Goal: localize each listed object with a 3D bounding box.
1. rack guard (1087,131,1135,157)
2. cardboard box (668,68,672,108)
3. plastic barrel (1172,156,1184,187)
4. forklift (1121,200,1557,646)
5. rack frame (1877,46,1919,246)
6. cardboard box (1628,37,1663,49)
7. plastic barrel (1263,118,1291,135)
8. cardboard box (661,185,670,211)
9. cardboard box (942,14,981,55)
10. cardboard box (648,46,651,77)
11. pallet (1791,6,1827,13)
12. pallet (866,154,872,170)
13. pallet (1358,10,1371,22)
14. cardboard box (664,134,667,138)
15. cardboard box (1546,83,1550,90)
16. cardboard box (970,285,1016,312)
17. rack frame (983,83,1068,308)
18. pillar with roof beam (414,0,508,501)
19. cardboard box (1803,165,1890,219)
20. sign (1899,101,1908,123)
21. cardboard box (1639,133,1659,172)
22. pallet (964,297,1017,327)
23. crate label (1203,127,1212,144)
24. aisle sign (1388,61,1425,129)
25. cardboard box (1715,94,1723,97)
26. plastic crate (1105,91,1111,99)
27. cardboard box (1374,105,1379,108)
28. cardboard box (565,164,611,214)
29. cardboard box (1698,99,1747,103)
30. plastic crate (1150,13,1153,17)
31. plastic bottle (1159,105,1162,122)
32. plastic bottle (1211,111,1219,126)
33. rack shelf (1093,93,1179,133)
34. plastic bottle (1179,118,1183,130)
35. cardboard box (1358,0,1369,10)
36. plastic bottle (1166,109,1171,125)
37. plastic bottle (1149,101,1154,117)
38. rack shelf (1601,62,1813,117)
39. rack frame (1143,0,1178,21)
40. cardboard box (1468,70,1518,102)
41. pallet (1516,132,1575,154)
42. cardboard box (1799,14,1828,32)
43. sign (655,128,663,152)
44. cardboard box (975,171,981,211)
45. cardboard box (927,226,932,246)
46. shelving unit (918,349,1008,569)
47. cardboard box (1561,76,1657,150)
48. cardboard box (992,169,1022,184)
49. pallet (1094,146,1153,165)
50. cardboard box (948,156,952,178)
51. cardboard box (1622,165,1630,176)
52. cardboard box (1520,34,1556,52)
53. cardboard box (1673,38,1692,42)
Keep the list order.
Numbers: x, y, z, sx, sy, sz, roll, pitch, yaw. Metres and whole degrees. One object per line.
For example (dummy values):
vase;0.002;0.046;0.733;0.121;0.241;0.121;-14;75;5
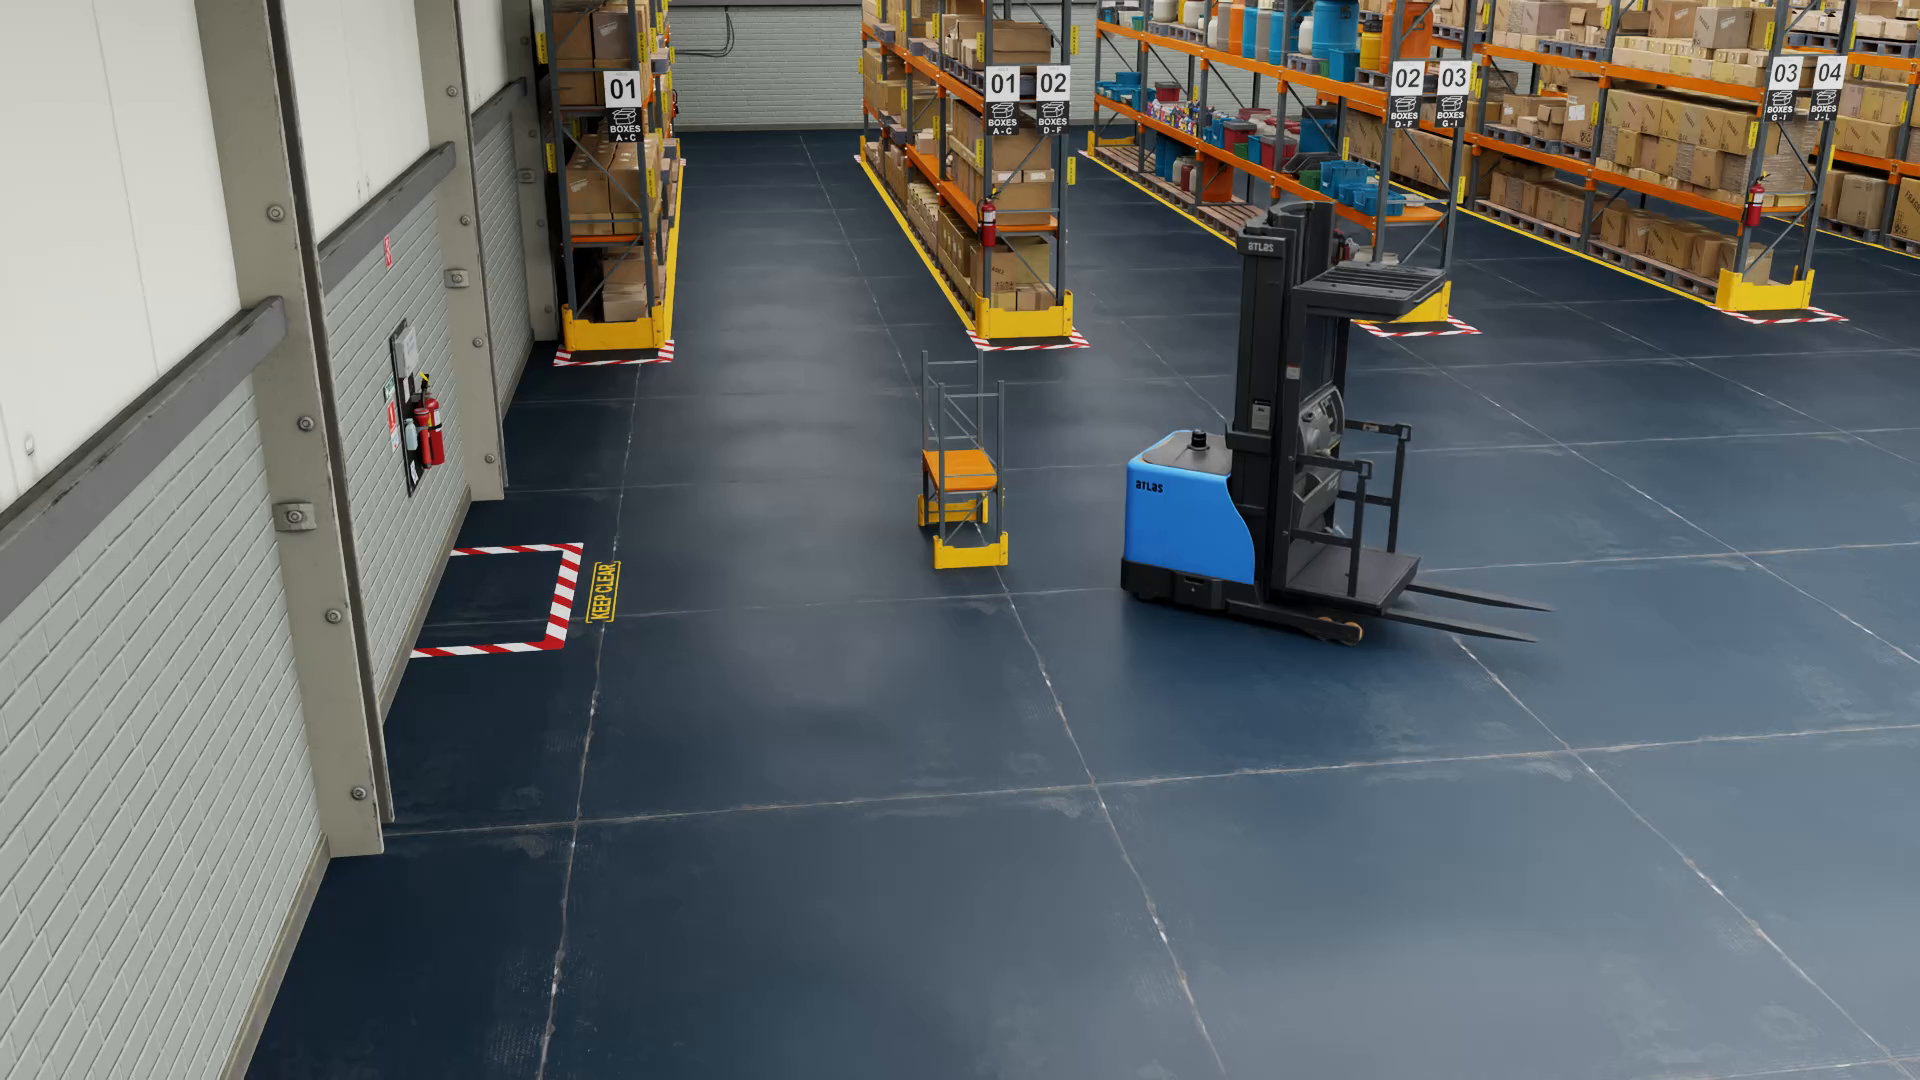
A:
rack guard;3.361;-8.579;35.971;1.175;0.500;0.348;-3;21;-8
cardboard box;-6.227;-8.956;32.979;0.980;0.700;0.700;-3;21;-8
plastic barrel;4.110;-6.754;30.469;0.421;0.512;0.421;0;20;0
forklift;2.752;-0.839;11.773;3.031;2.935;1.130;11;23;27
rack frame;14.931;-6.053;25.634;1.000;3.000;0.127;-3;21;-8
cardboard box;9.856;-7.142;23.909;0.380;0.149;0.250;-4;21;-10
plastic barrel;5.018;-6.397;26.363;0.433;0.535;0.433;0;20;0
cardboard box;-5.249;-5.924;27.761;0.750;0.750;0.750;-3;21;-8
cardboard box;0.016;-6.866;22.581;0.500;0.500;0.500;-1;21;-3
cardboard box;-4.379;-6.386;22.068;0.500;0.500;0.500;-2;21;-6
pallet;18.381;-11.176;35.191;1.003;0.211;1.213;-3;21;-8
pallet;-1.398;-7.885;34.526;1.003;0.211;1.213;-3;21;-8
pallet;8.575;-10.676;33.853;1.003;0.211;1.213;-3;21;-8
cardboard box;-5.074;-6.674;27.629;0.380;0.149;0.250;-2;21;-6
cardboard box;13.001;-9.875;36.227;0.380;0.149;0.250;-2;21;-6
cardboard box;0.412;-3.033;20.881;0.500;0.250;0.500;-3;21;-8
rack frame;0.781;-3.954;20.016;1.000;3.000;0.127;-3;21;-8
pillar with roof beam;0.048;-4.852;13.845;9.100;9.000;0.400;-3;21;-8
cardboard box;14.617;-5.740;27.412;1.050;0.750;0.750;-3;21;-8
sign;14.395;-6.527;25.363;0.100;0.325;0.005;-3;21;-8
cardboard box;10.221;-5.522;23.645;0.875;0.500;0.500;-3;21;-8
pallet;0.630;-2.910;21.207;1.003;0.211;1.213;-3;21;-8
crate label;4.220;-6.729;27.685;0.303;0.233;0.416;-3;21;-8
aisle sign;5.400;-5.381;20.119;0.394;0.787;0.004;-3;21;-8
cardboard box;13.796;-8.029;29.834;0.380;0.149;0.250;-3;21;-8
plastic crate;3.149;-9.195;34.338;0.250;0.136;0.298;-3;21;-8
cardboard box;8.449;-8.668;32.996;0.380;0.149;0.250;-3;21;-7
cardboard box;-4.398;-4.146;19.643;0.500;0.500;0.500;-3;21;-8
cardboard box;10.558;-5.830;23.043;0.500;0.500;0.500;-3;21;-8
plastic crate;3.802;-10.721;34.150;0.450;0.188;0.336;-3;21;-8
plastic bottle;3.712;-7.847;30.605;0.061;0.283;0.133;-3;21;-8
plastic bottle;4.588;-7.561;29.849;0.152;0.276;0.135;-3;21;-8
rack shelf;3.665;-8.713;33.785;1.077;0.370;4.000;-3;21;-8
plastic bottle;3.920;-7.355;29.404;0.097;0.201;0.097;0;20;0
cardboard box;8.491;-11.133;34.063;0.700;0.500;0.500;-4;21;-11
plastic bottle;3.800;-7.675;30.163;0.097;0.271;0.097;0;20;0
plastic bottle;3.604;-8.108;31.304;0.061;0.283;0.133;-3;21;-8
rack shelf;10.296;-6.213;22.805;1.077;0.370;4.000;-3;21;-8
rack frame;3.954;-11.168;30.756;1.000;3.000;0.127;-3;21;-8
cardboard box;9.342;-7.993;29.253;0.797;0.503;0.637;-2;21;-6
pallet;9.757;-6.449;26.970;1.003;0.211;1.213;-3;21;-8
cardboard box;14.313;-8.581;27.588;0.500;0.250;0.500;-2;21;-6
sign;-4.161;-5.523;22.980;0.100;0.325;0.005;-3;21;-8
cardboard box;0.580;-4.517;21.380;0.700;0.500;0.500;-3;21;-7
cardboard box;-0.213;-4.552;24.946;0.500;0.250;0.500;-3;21;-9
shelving unit;0.011;-0.676;13.383;0.587;1.500;1.083;-3;21;-8
cardboard box;10.032;-6.597;25.635;1.000;1.000;1.000;-3;21;-7
cardboard box;0.538;-4.427;20.213;0.380;0.149;0.250;-3;21;-9
pallet;3.458;-8.149;35.231;1.003;0.211;1.213;-3;21;-8
cardboard box;0.091;-5.437;24.201;0.500;0.250;0.500;-2;21;-4
cardboard box;9.874;-5.372;24.170;0.380;0.149;0.250;-3;21;-8
cardboard box;9.405;-8.026;26.846;0.500;0.250;0.500;-2;21;-7
cardboard box;10.411;-7.081;23.747;0.380;0.149;0.250;-4;21;-10
